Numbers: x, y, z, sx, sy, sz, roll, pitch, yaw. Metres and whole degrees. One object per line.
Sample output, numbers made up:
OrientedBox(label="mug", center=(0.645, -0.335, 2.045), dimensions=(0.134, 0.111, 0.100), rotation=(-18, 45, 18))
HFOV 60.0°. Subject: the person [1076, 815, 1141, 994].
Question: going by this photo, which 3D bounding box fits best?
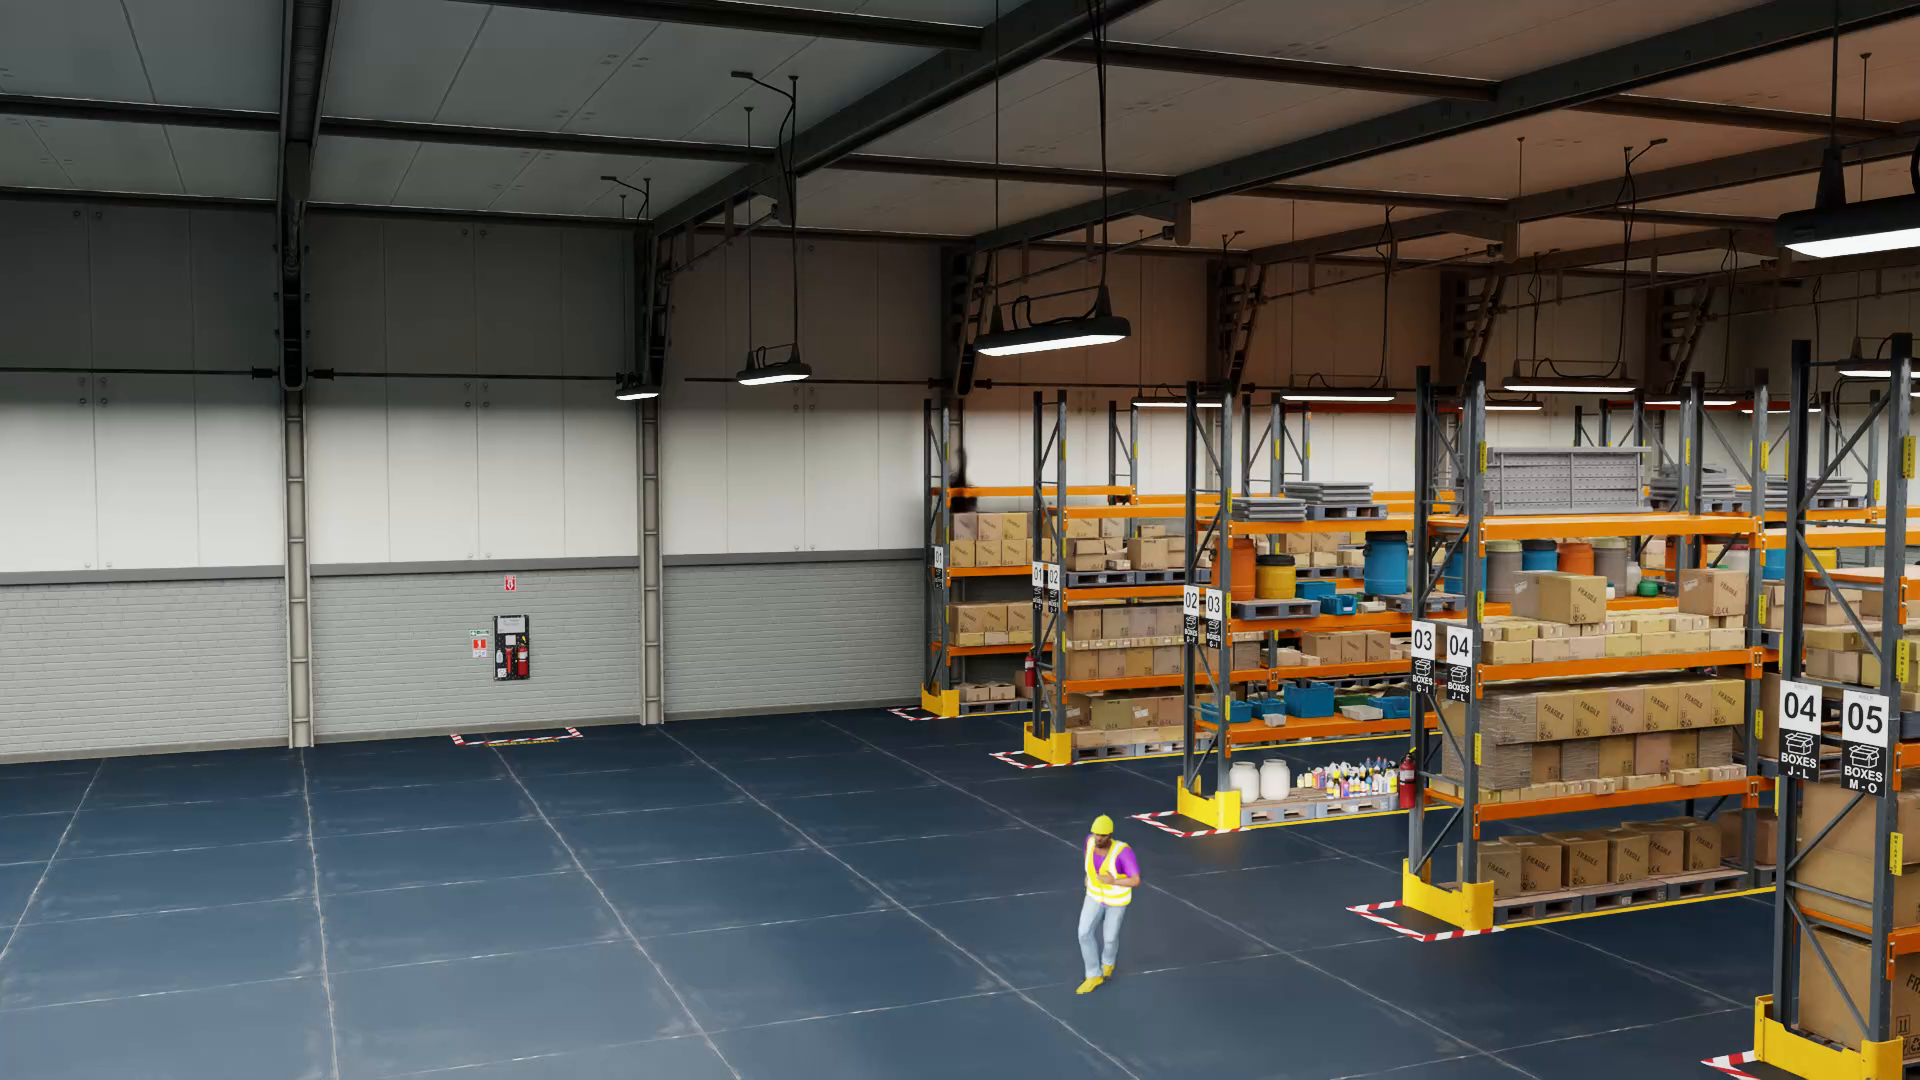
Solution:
OrientedBox(label="person", center=(1.442, 3.397, 15.708), dimensions=(0.665, 1.693, 0.874), rotation=(1, 4, 23))
